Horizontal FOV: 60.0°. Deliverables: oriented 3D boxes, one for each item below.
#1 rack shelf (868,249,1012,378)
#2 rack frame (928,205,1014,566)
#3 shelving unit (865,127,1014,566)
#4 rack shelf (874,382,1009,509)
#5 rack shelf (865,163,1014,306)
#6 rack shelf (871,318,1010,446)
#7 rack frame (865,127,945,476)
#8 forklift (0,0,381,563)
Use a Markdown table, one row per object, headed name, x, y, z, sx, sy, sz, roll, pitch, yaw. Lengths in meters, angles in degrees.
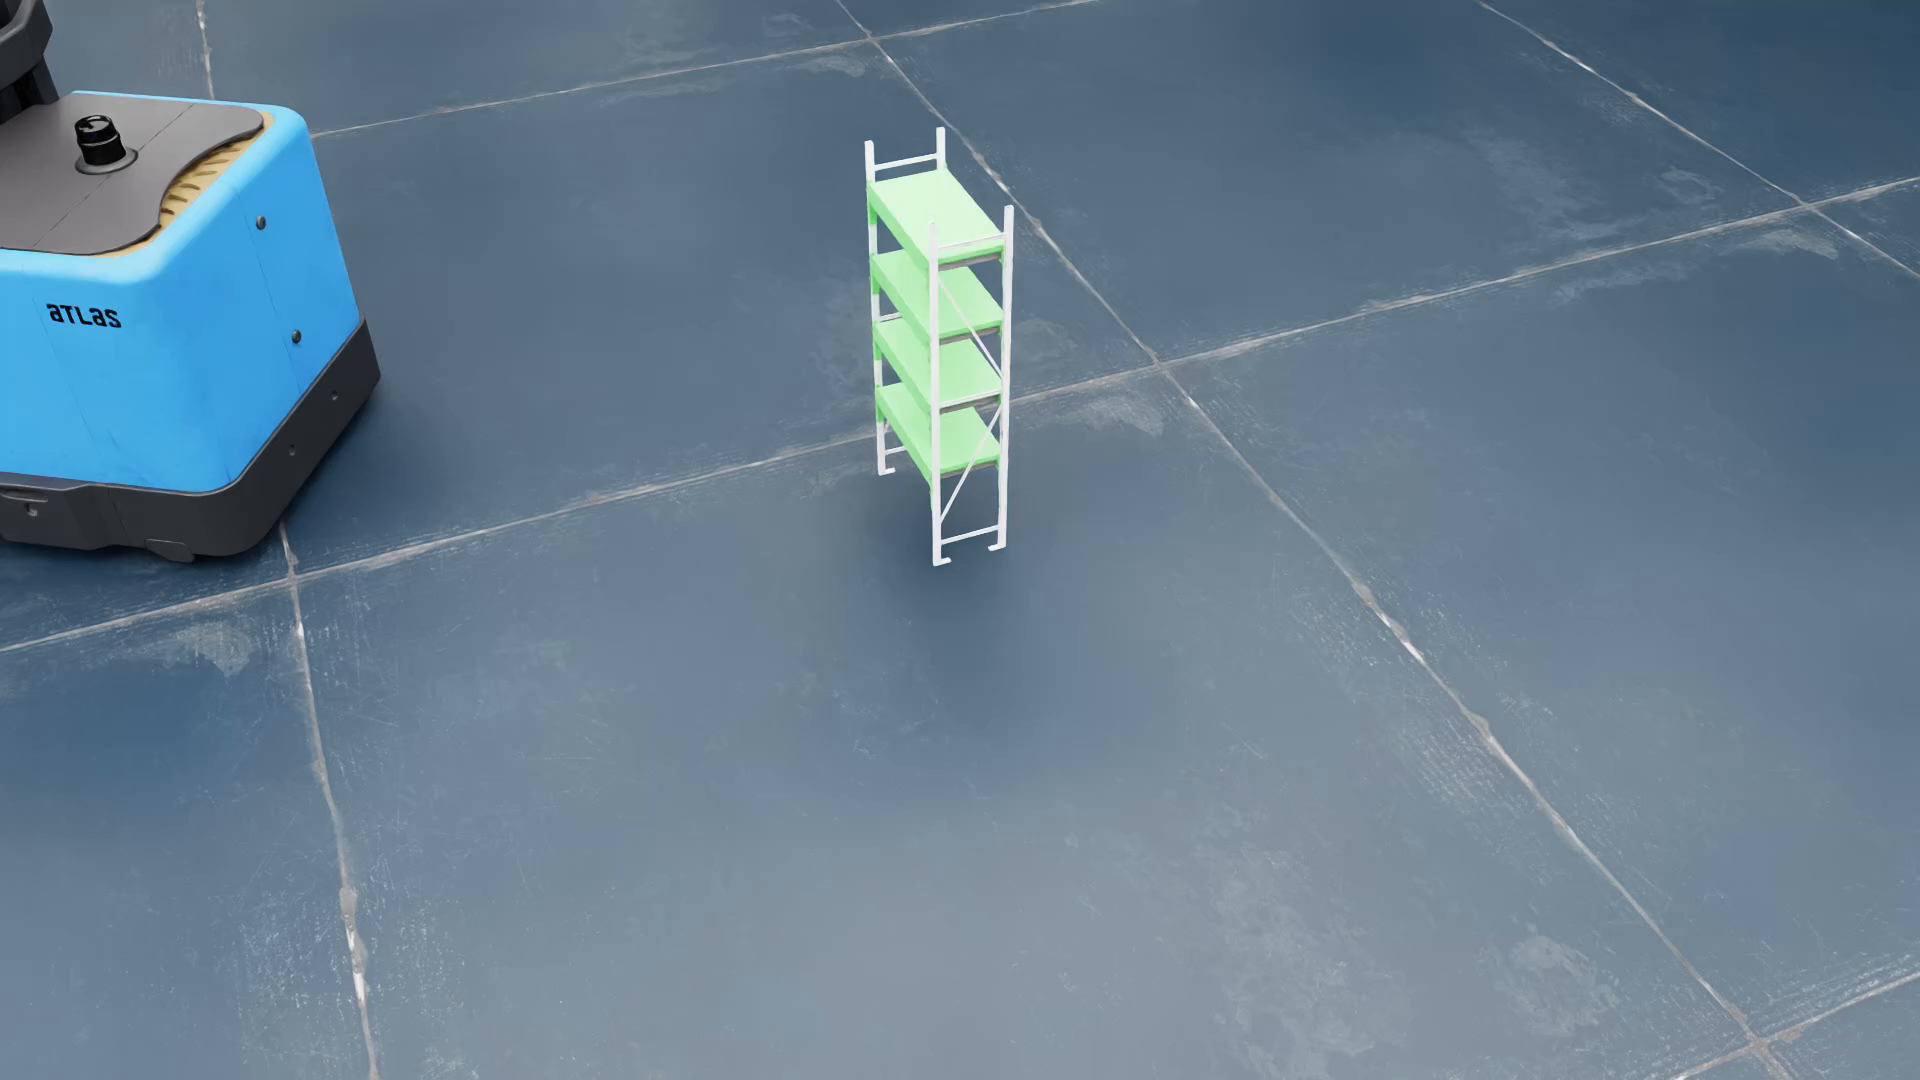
| name | x | y | z | sx | sy | sz | roll | pitch | yaw |
| --- | --- | --- | --- | --- | --- | --- | --- | --- | --- |
| rack shelf | -0.063 | -0.688 | 4.860 | 0.258 | 0.148 | 0.480 | -15 | 43 | -17 |
| rack frame | 0.030 | -0.408 | 4.804 | 0.240 | 1.200 | 0.015 | -15 | 43 | -17 |
| shelving unit | -0.063 | -0.555 | 4.975 | 0.258 | 1.200 | 0.503 | -15 | 43 | -17 |
| rack shelf | -0.063 | -0.324 | 5.173 | 0.258 | 0.148 | 0.480 | -15 | 43 | -17 |
| rack shelf | -0.063 | -0.870 | 4.703 | 0.258 | 0.148 | 0.480 | -15 | 43 | -17 |
| rack shelf | -0.063 | -0.506 | 5.016 | 0.258 | 0.148 | 0.480 | -15 | 43 | -17 |
| rack frame | -0.157 | -0.702 | 5.146 | 0.240 | 1.200 | 0.015 | -15 | 43 | -17 |
| forklift | -3.583 | -1.493 | 4.738 | 3.031 | 2.935 | 1.130 | 6 | 41 | 7 |
